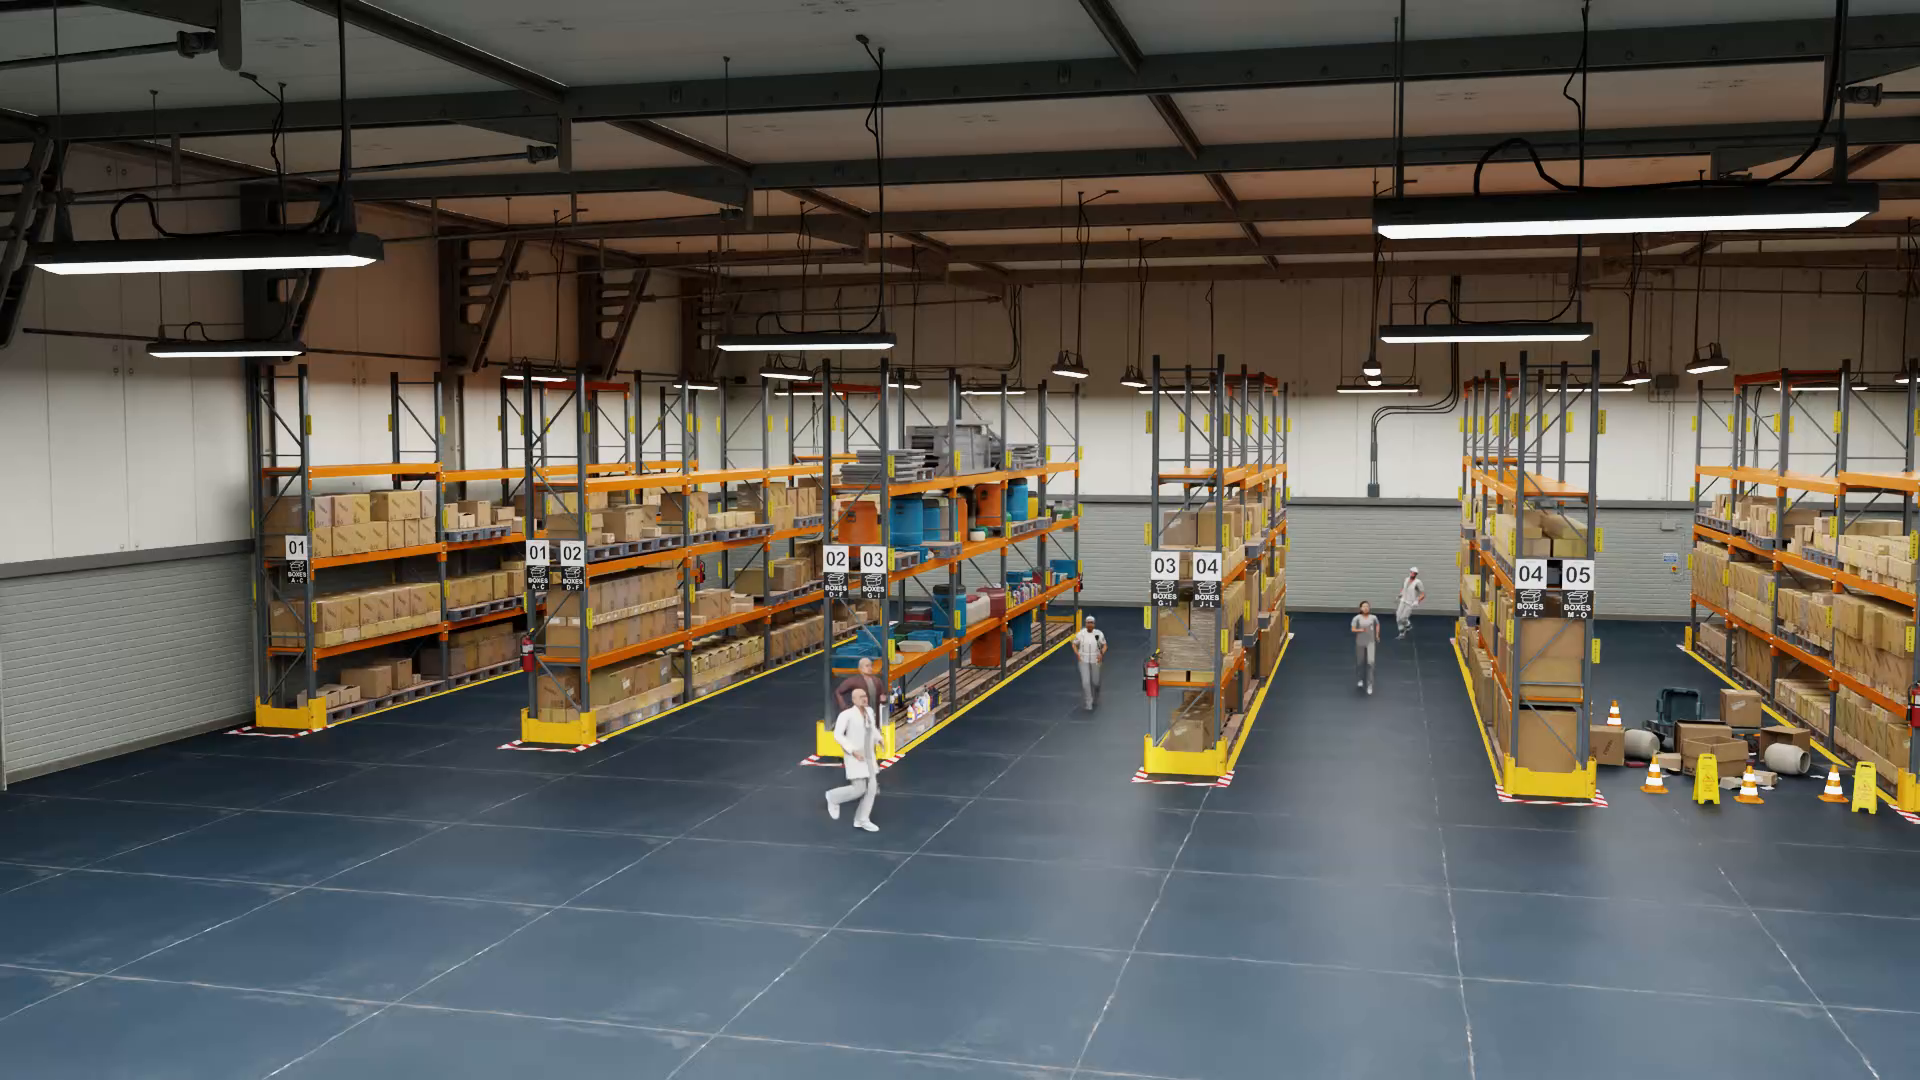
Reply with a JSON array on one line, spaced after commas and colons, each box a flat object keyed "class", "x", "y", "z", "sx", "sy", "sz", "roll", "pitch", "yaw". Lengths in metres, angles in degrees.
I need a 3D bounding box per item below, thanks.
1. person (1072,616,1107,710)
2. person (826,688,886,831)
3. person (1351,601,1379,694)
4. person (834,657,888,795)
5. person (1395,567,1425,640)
[{"class": "person", "x": 2.289, "y": 2.158, "z": 29.453, "sx": 0.614, "sy": 1.638, "sz": 0.598, "roll": 0, "pitch": 4, "yaw": 4}, {"class": "person", "x": -1.288, "y": 2.711, "z": 20.724, "sx": 0.735, "sy": 1.758, "sz": 0.712, "roll": 3, "pitch": 5, "yaw": 41}, {"class": "person", "x": 7.632, "y": 1.996, "z": 31.317, "sx": 0.540, "sy": 1.716, "sz": 0.826, "roll": 1, "pitch": 4, "yaw": 10}, {"class": "person", "x": -1.300, "y": 2.535, "z": 22.865, "sx": 0.830, "sy": 1.846, "sz": 0.673, "roll": 4, "pitch": 6, "yaw": 45}, {"class": "person", "x": 10.463, "y": 1.481, "z": 38.738, "sx": 0.538, "sy": 1.713, "sz": 0.697, "roll": -3, "pitch": 5, "yaw": -38}]
